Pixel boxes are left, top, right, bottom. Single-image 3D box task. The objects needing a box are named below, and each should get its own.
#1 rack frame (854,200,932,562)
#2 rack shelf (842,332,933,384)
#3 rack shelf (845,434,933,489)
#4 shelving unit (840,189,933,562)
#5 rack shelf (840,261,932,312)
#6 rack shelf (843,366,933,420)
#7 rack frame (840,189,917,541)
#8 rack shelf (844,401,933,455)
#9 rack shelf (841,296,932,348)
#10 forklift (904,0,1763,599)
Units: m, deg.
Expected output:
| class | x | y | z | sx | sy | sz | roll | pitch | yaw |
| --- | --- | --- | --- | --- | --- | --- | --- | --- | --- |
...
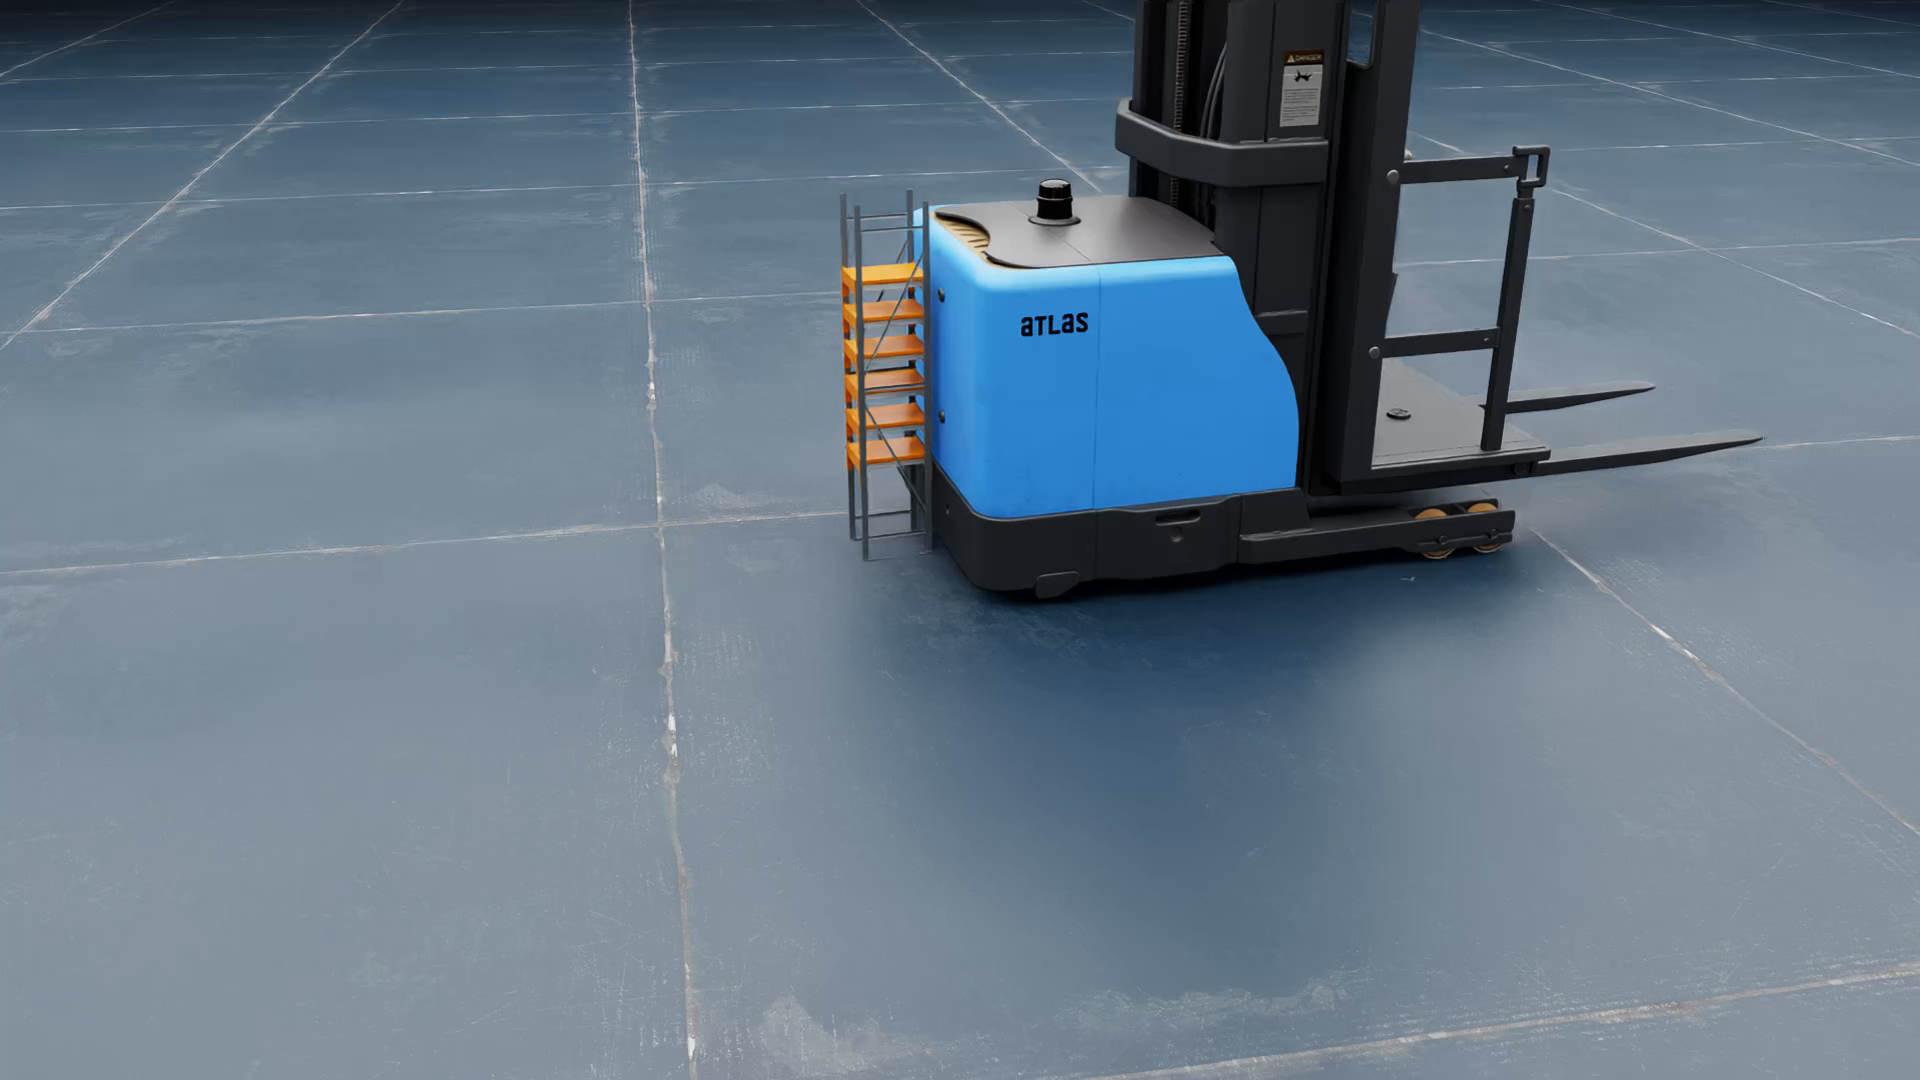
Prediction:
| class | x | y | z | sx | sy | sz | roll | pitch | yaw |
| --- | --- | --- | --- | --- | --- | --- | --- | --- | --- |
| rack frame | -0.211 | -0.491 | 5.374 | 0.240 | 1.200 | 0.006 | -7 | 25 | -16 |
| rack shelf | -0.238 | -0.595 | 5.424 | 0.258 | 0.103 | 0.180 | -7 | 25 | -16 |
| rack shelf | -0.238 | -0.265 | 5.568 | 0.258 | 0.103 | 0.180 | -7 | 25 | -16 |
| shelving unit | -0.238 | -0.526 | 5.455 | 0.258 | 1.200 | 0.189 | -7 | 25 | -16 |
| rack shelf | -0.238 | -0.815 | 5.328 | 0.258 | 0.103 | 0.180 | -7 | 25 | -16 |
| rack shelf | -0.238 | -0.485 | 5.472 | 0.258 | 0.103 | 0.180 | -7 | 25 | -16 |
| rack frame | -0.265 | -0.561 | 5.535 | 0.240 | 1.200 | 0.006 | -7 | 25 | -16 |
| rack shelf | -0.238 | -0.375 | 5.520 | 0.258 | 0.103 | 0.180 | -7 | 25 | -16 |
| rack shelf | -0.238 | -0.705 | 5.376 | 0.258 | 0.103 | 0.180 | -7 | 25 | -16 |
| forklift | 1.376 | -1.474 | 5.464 | 3.031 | 2.935 | 1.130 | -6 | 24 | -15 |
